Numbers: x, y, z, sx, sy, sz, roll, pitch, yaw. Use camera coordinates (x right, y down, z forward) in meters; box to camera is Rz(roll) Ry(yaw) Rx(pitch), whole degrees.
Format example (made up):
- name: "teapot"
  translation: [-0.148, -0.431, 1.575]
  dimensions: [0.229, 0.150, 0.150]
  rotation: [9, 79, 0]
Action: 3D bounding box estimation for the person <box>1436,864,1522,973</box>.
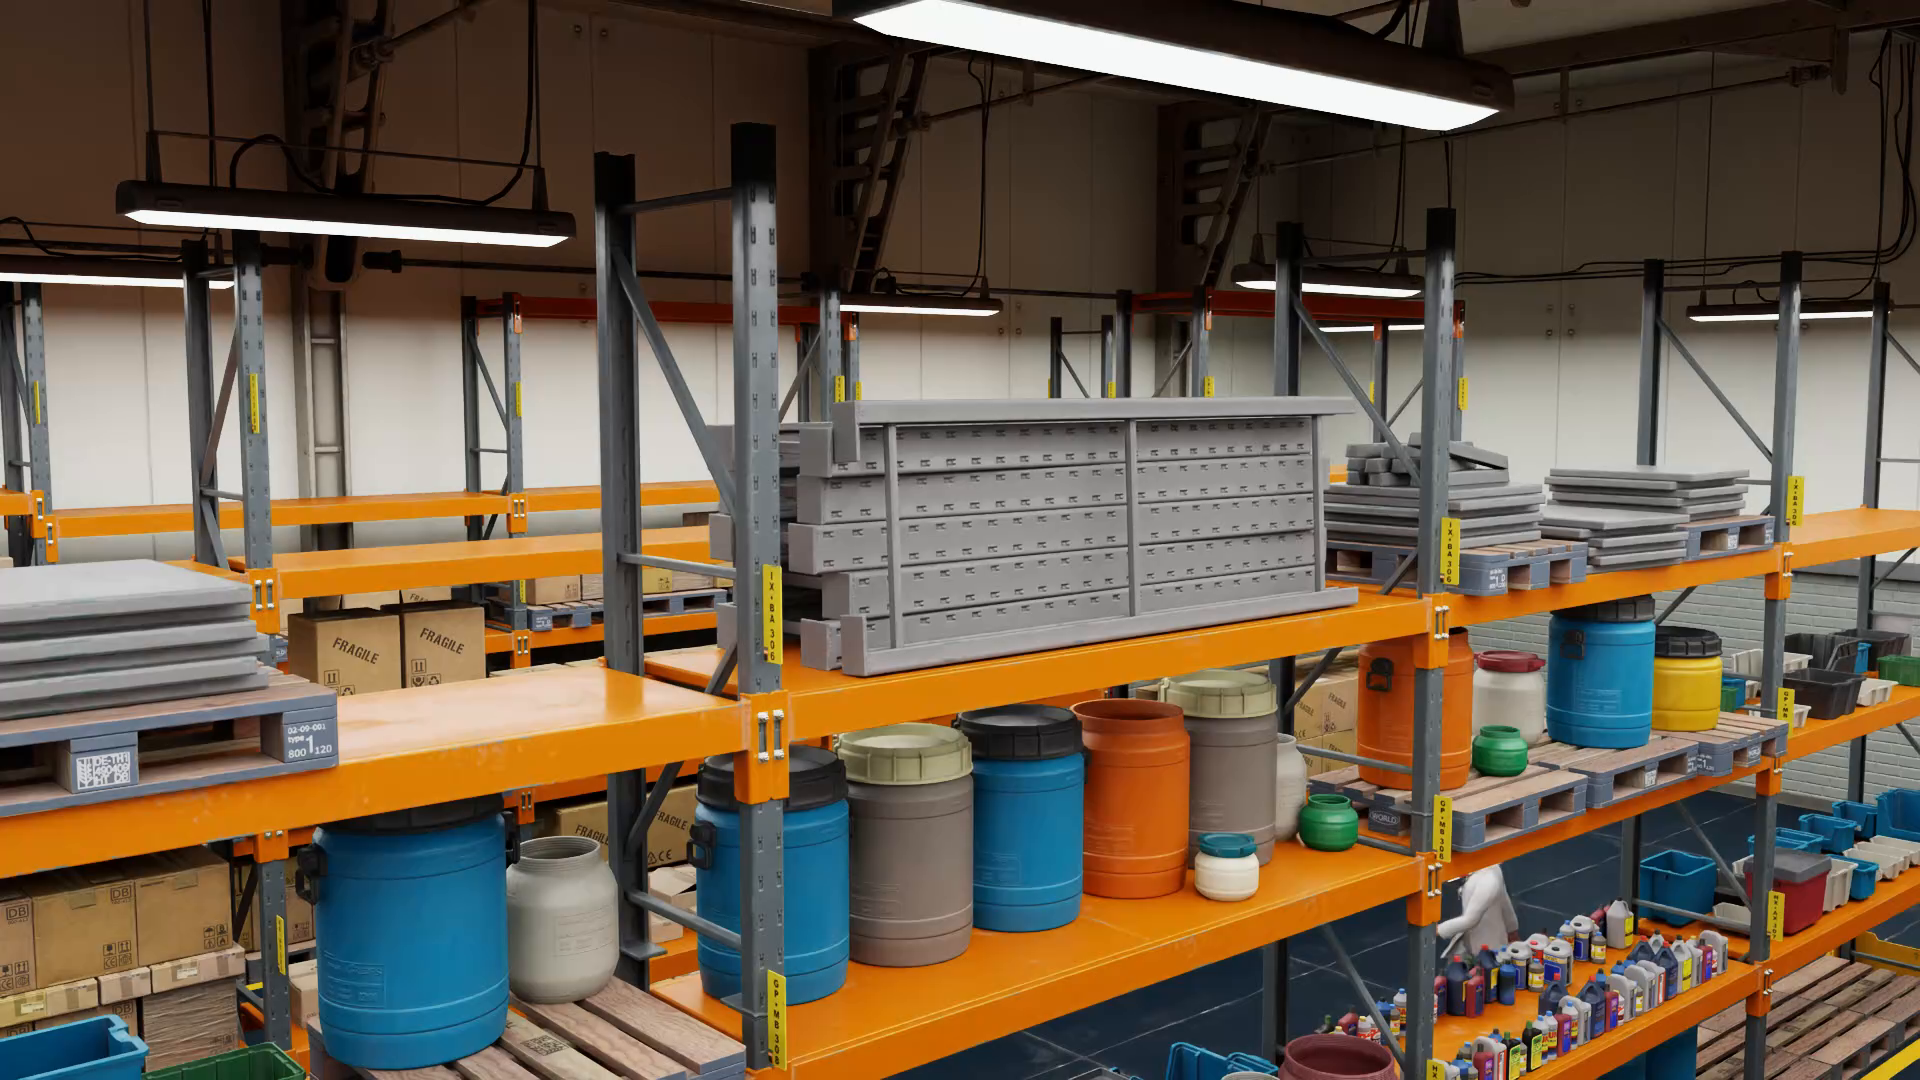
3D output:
- name: "person"
  translation: [3.933, 3.085, 12.719]
  dimensions: [1.189, 1.707, 0.533]
  rotation: [-2, 6, -17]
